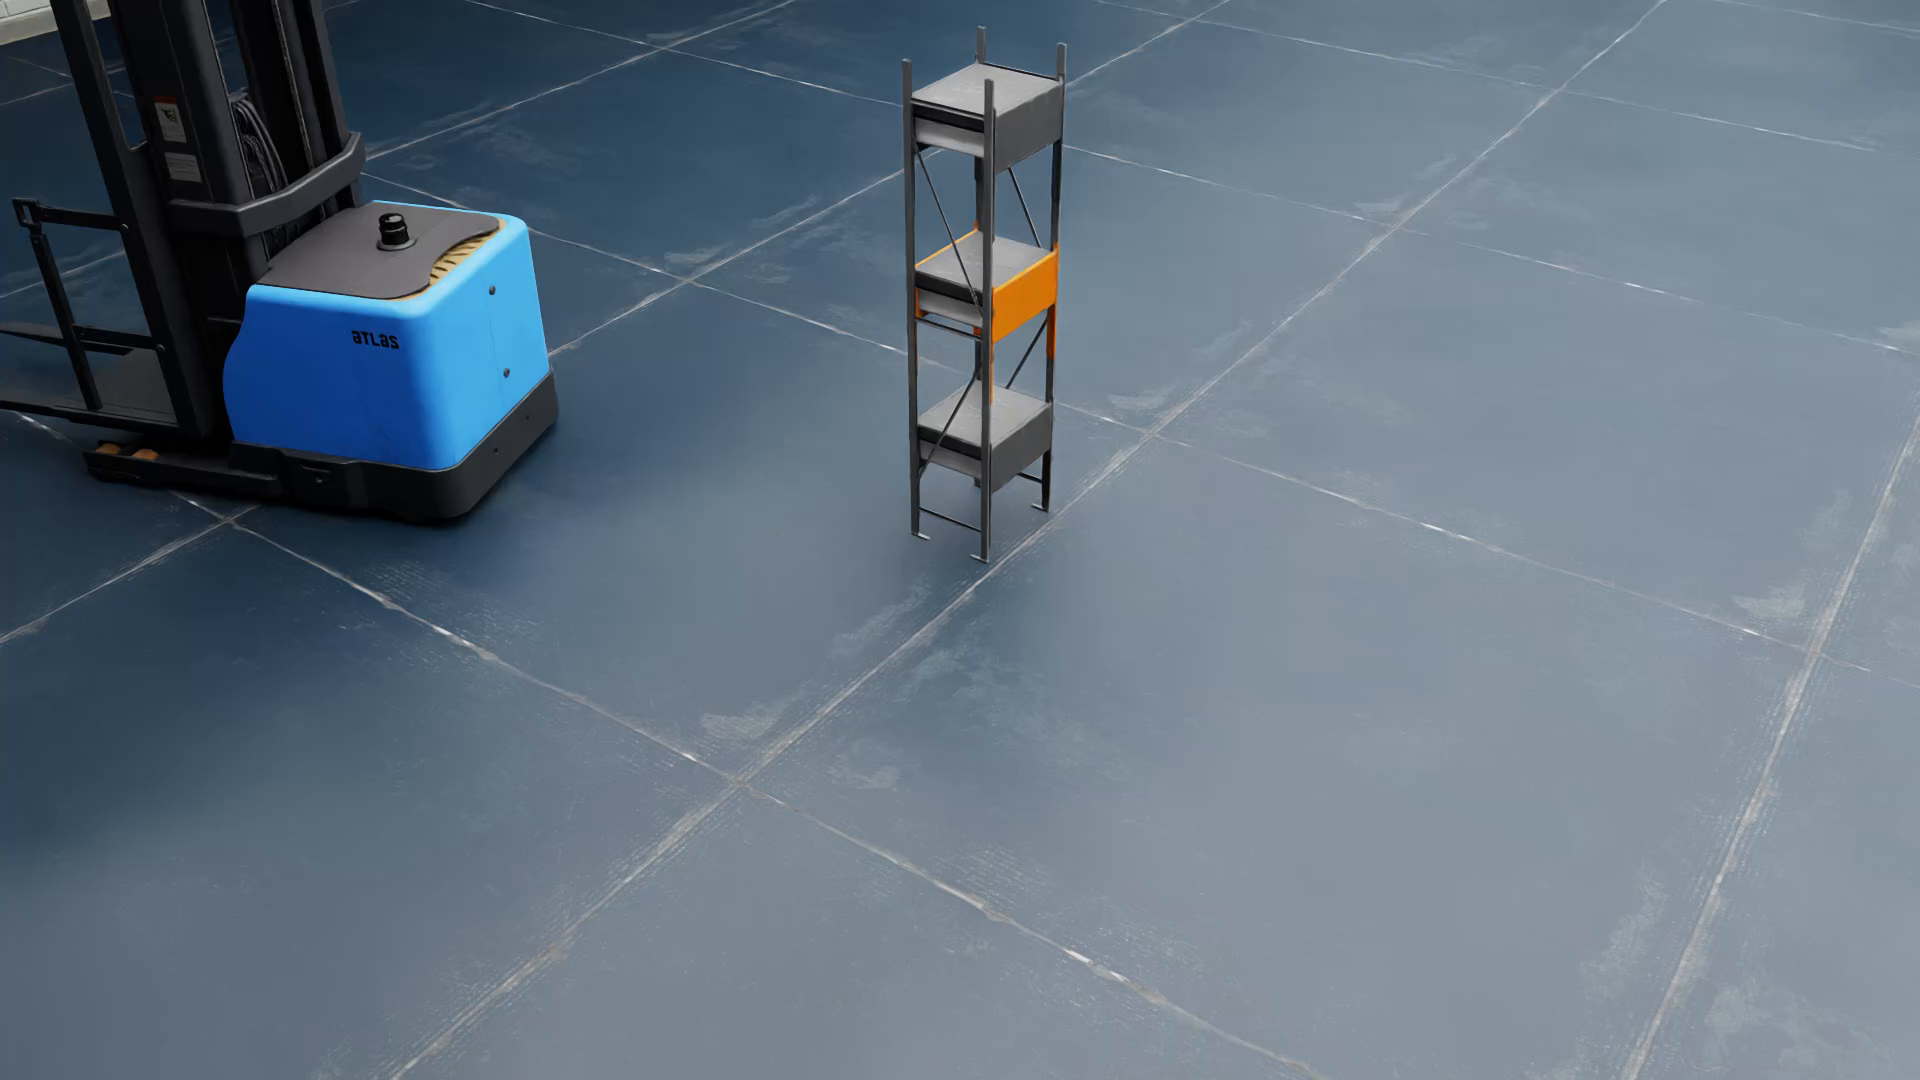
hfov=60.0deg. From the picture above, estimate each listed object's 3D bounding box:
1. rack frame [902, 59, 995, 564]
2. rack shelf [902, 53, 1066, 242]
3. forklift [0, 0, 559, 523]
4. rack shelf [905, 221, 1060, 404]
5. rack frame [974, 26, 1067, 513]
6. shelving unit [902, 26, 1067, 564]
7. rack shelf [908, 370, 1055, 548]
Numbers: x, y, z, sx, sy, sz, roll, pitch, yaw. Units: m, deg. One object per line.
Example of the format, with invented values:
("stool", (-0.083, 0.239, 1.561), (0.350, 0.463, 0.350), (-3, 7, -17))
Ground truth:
("rack frame", (-0.045, -0.834, 6.608), (0.400, 2.100, 0.015), (21, 39, 28))
("rack shelf", (0.094, -1.515, 6.390), (0.431, 0.518, 0.480), (21, 39, 28))
("forklift", (-3.508, -1.738, 7.203), (3.031, 2.935, 1.130), (8, 35, 12))
("rack shelf", (0.094, -0.935, 6.782), (0.431, 0.518, 0.480), (21, 39, 28))
("rack frame", (0.234, -1.058, 6.940), (0.400, 2.100, 0.015), (21, 39, 28))
("shelving unit", (0.094, -0.946, 6.774), (0.431, 2.100, 0.503), (21, 39, 28))
("rack shelf", (0.094, -0.355, 7.174), (0.431, 0.518, 0.480), (21, 39, 28))
